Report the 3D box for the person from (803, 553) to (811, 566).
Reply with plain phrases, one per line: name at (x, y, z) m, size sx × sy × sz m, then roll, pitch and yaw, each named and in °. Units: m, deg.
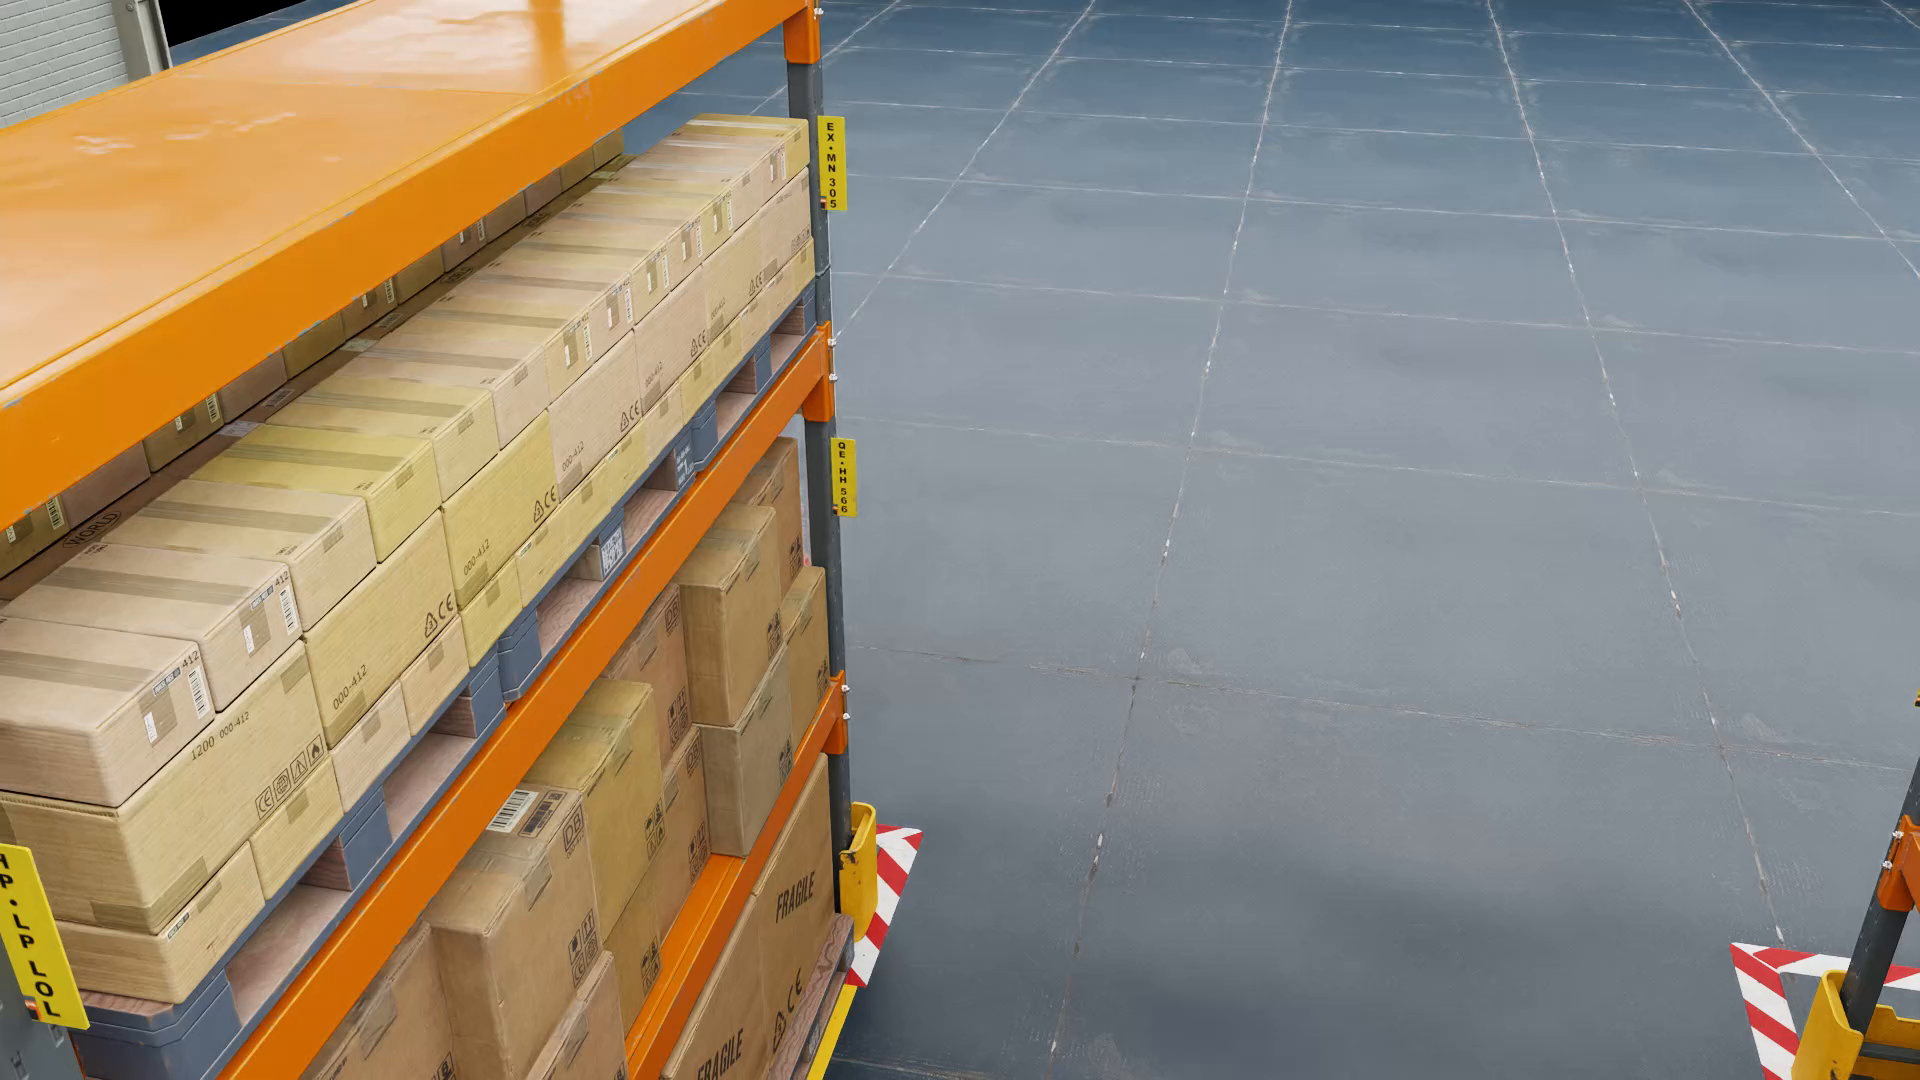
person at (-0.958, 0.503, 8.517) m, size 0.531 × 0.985 × 0.929 m, roll 5°, pitch 29°, yaw 9°
